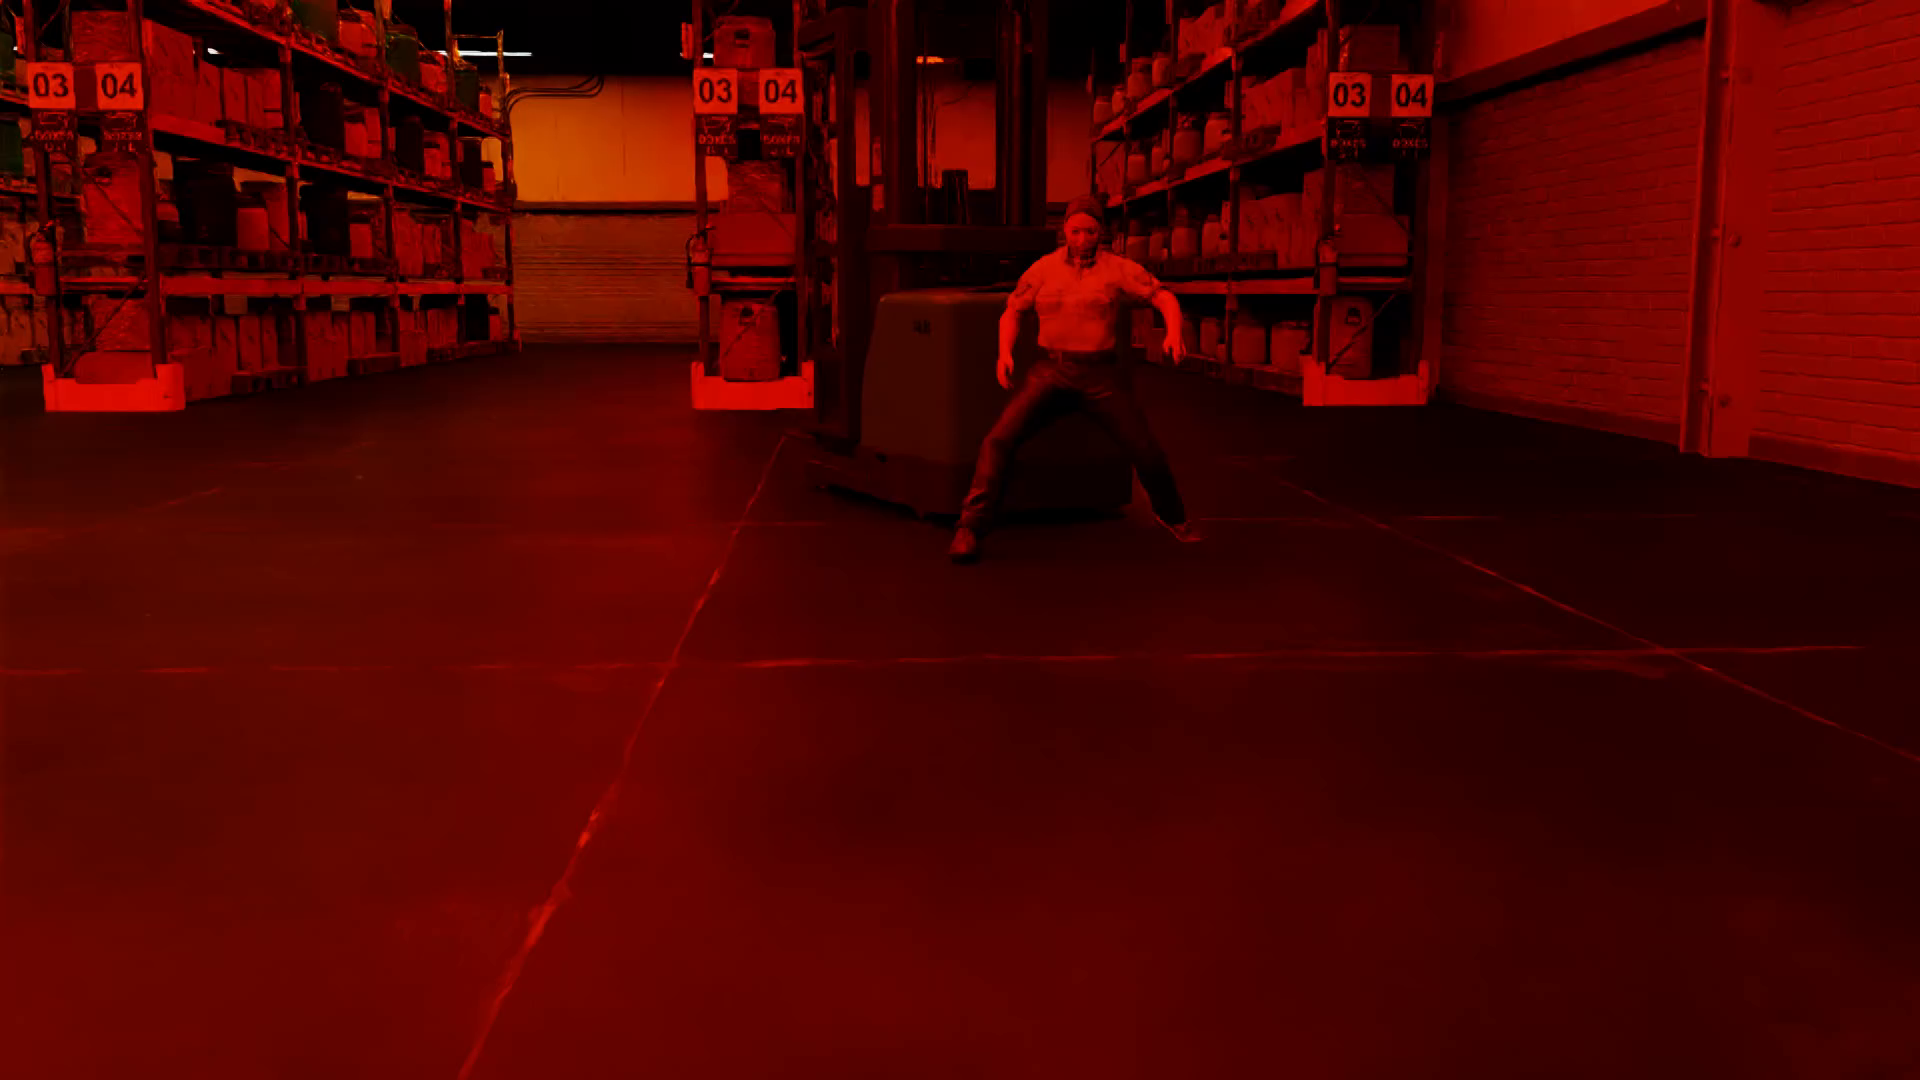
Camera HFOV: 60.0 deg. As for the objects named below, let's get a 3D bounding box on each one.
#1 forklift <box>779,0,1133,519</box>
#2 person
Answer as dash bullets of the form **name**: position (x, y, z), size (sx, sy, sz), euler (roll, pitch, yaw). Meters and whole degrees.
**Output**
- **forklift**: position (-0.218, -1.728, 8.969), size (1.130, 2.935, 3.031), euler (-4, 9, -23)
- **person**: position (0.526, -0.689, 6.951), size (0.998, 1.490, 0.996), euler (2, 9, 12)
